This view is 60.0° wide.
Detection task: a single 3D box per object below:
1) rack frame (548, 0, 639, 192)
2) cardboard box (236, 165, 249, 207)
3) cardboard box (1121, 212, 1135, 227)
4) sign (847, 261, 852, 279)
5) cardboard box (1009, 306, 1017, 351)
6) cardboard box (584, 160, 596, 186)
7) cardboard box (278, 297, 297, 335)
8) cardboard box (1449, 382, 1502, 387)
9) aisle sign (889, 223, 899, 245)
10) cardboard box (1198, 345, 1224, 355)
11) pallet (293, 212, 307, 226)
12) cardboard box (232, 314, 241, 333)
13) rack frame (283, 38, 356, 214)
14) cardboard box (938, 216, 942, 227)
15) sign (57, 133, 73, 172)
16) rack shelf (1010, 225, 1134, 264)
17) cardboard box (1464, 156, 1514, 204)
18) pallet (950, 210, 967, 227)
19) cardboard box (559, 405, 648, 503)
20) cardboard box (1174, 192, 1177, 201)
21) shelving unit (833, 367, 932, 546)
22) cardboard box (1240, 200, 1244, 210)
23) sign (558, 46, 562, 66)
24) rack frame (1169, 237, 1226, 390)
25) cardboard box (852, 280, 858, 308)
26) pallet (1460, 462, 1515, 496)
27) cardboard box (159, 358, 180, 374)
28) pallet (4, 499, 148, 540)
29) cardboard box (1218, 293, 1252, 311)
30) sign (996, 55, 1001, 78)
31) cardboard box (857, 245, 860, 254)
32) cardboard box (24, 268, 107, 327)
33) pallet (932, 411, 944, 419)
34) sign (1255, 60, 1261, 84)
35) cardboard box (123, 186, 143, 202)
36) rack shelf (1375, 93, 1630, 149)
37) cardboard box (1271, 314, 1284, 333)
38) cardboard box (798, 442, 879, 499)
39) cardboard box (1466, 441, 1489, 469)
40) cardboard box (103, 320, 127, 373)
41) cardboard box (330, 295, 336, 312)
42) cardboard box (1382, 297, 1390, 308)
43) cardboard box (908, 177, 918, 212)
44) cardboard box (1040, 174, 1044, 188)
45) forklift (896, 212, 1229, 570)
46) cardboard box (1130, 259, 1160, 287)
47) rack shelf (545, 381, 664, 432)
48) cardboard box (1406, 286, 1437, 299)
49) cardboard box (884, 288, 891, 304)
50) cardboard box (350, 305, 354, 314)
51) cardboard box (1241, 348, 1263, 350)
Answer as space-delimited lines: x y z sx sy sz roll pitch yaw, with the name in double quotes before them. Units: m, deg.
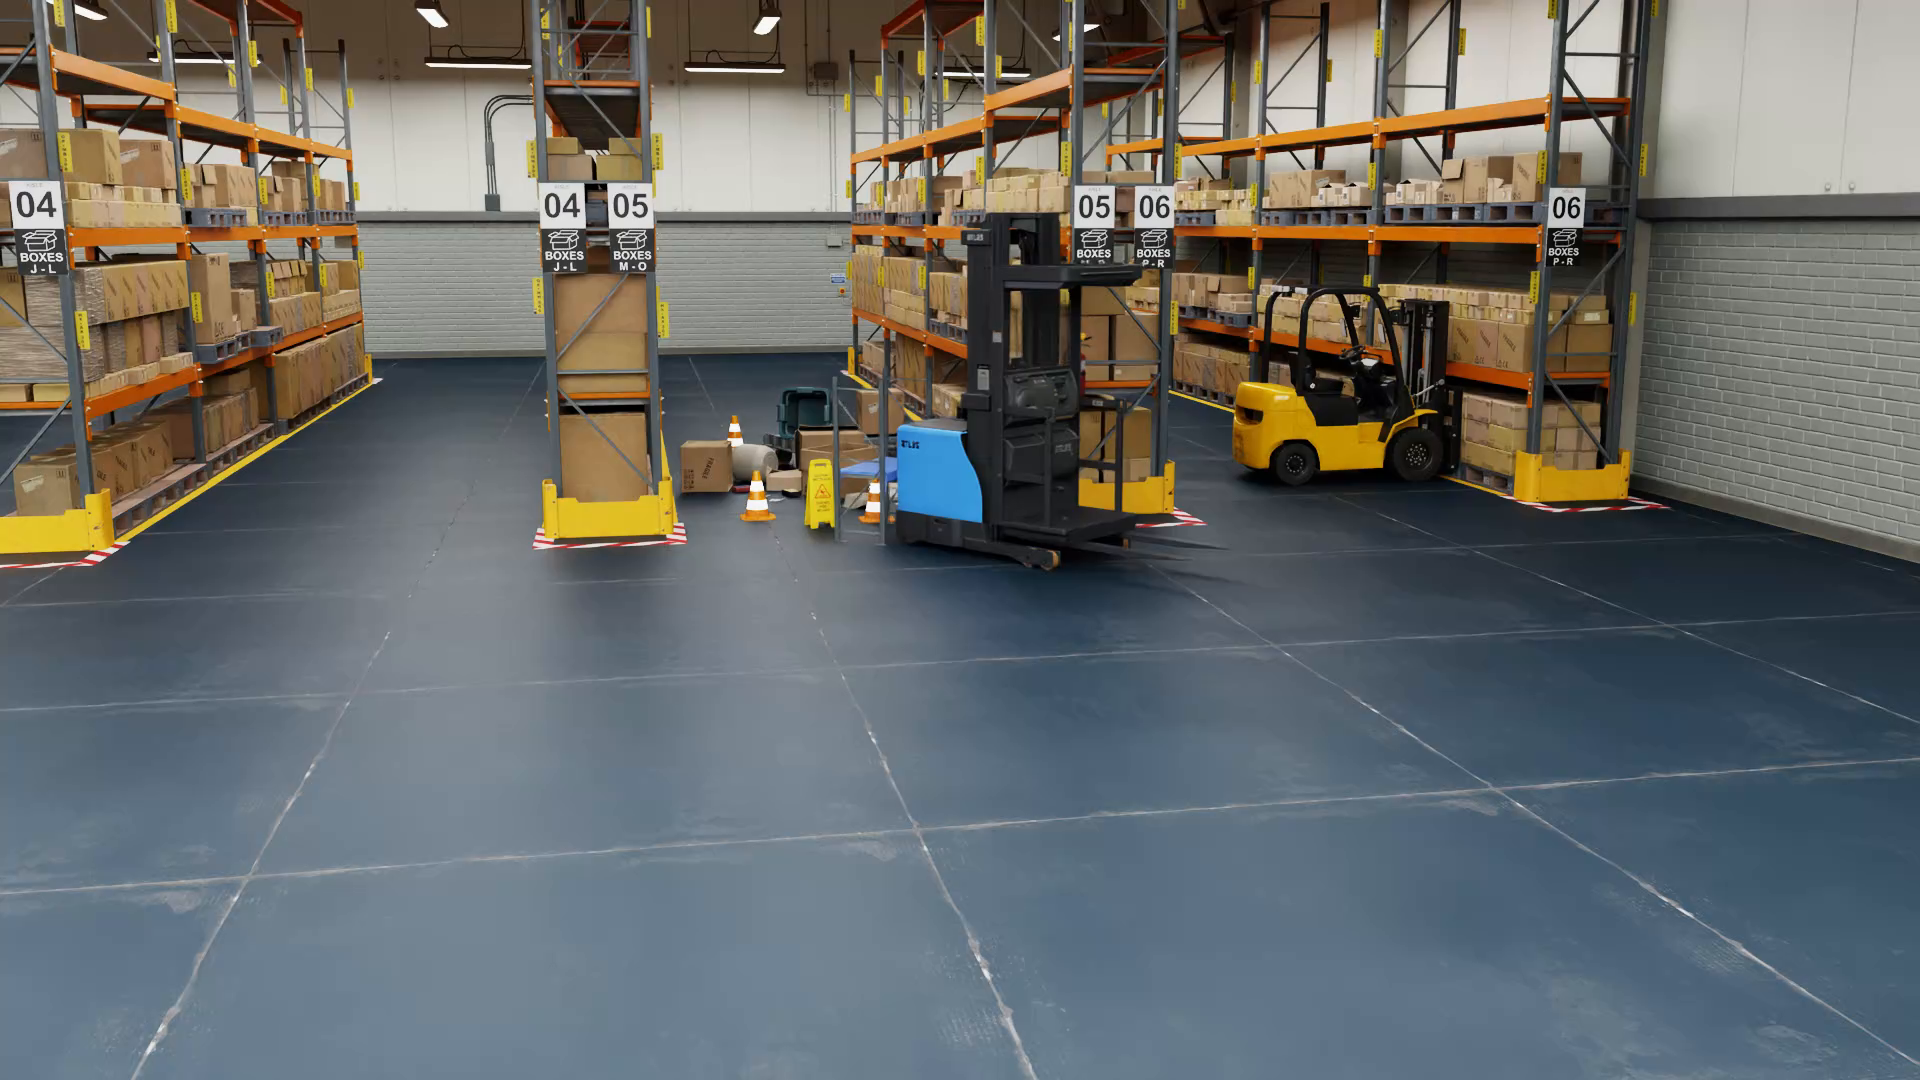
"rack frame" -4.053 -5.222 18.567 1.000 3.000 0.127 -2 11 -11
"cardboard box" -9.267 -4.443 20.891 0.500 0.500 0.500 -2 11 -11
"cardboard box" 1.815 -3.163 16.441 0.380 0.149 0.250 -2 11 -11
"sign" -2.097 -5.120 31.546 0.100 0.325 0.005 -2 11 -11
"cardboard box" 0.800 -2.394 18.691 0.500 0.500 0.500 -2 11 -11
"cardboard box" -3.838 -3.606 16.315 0.500 0.250 0.500 -2 11 -11
"cardboard box" -9.749 -3.183 23.632 0.500 0.500 0.500 -2 11 -12
"cardboard box" 6.135 -1.733 19.835 0.500 0.250 0.500 -2 11 -11
"aisle sign" -1.261 -5.976 31.620 0.394 0.787 0.004 -2 11 -11
"cardboard box" 4.173 -3.152 27.562 0.380 0.149 0.250 -2 11 -11
"pallet" -10.267 -4.794 24.850 0.805 0.209 1.217 -3 11 -13
"cardboard box" -9.127 -2.691 20.550 0.396 0.266 0.258 -2 11 -13
"rack frame" -11.272 -7.261 29.280 1.000 3.000 0.127 -2 11 -11
"cardboard box" -0.101 -4.494 23.432 0.380 0.149 0.250 -2 11 -11
"sign" -7.628 -3.302 14.165 0.100 0.325 0.005 -2 11 -11
"rack shelf" 1.172 -3.227 18.031 1.077 0.370 4.000 -2 11 -11
"cardboard box" 6.003 -3.963 18.316 0.700 0.500 0.500 -2 11 -11
"pallet" 0.562 -4.162 21.522 1.213 0.211 1.003 -2 11 -11
"cardboard box" -3.472 -0.826 16.074 0.875 0.875 0.875 -2 11 -11
"cardboard box" 3.723 -5.803 28.127 0.380 0.149 0.250 -2 11 -9
"shelving unit" -0.699 -0.793 15.349 0.538 1.500 1.048 5 12 23
"cardboard box" 4.510 -5.138 25.481 0.380 0.149 0.250 -2 11 -10
"sign" -5.361 -6.432 22.213 0.100 0.325 0.005 -2 11 -11
"rack frame" 4.095 -4.122 28.832 1.000 3.000 0.127 -2 11 -11
"cardboard box" -1.739 -4.625 31.207 0.500 0.500 0.500 -2 11 -11
"pallet" 6.239 -0.690 18.258 1.003 0.211 1.213 -2 11 -11
"cardboard box" -8.421 -1.825 17.435 0.380 0.149 0.250 -2 11 -11
"pallet" -8.298 -0.174 15.547 1.003 0.211 1.213 -2 11 -11
"cardboard box" 4.350 -3.703 25.907 0.500 0.250 0.500 -3 11 -14
"sign" 0.535 -6.674 23.483 0.100 0.325 0.005 -2 11 -11
"cardboard box" -1.695 -5.361 30.664 0.380 0.149 0.250 -2 11 -9
"cardboard box" -8.000 -2.177 14.874 0.500 0.500 0.500 -2 11 -11
"pallet" 0.155 -1.694 23.533 1.003 0.211 1.213 -2 11 -11
"sign" 4.343 -6.812 24.209 0.100 0.325 0.005 -2 11 -11
"cardboard box" -8.330 -3.418 16.447 0.380 0.149 0.250 -2 11 -8
"rack shelf" 6.040 -4.685 18.739 1.077 0.370 4.000 -2 11 -11
"cardboard box" 4.812 -3.132 24.031 0.500 0.250 0.500 -2 11 -12
"cardboard box" -1.264 -0.744 17.759 0.637 0.503 0.797 9 14 38
"cardboard box" 5.940 -0.943 18.360 0.500 0.250 0.500 -2 11 -11
"cardboard box" -8.510 -1.857 15.870 0.875 0.500 0.500 -2 11 -11
"cardboard box" -10.420 -3.840 26.956 0.500 0.250 0.500 -2 11 -11
"cardboard box" 5.455 -2.955 20.696 0.380 0.149 0.250 -2 11 -12
"cardboard box" -0.374 -5.111 24.614 0.700 0.500 0.500 -3 11 -14
"cardboard box" 1.061 -3.771 17.501 0.380 0.149 0.250 -2 11 -13
"forklift" 0.861 -1.298 14.178 3.031 2.935 1.130 9 14 40
"cardboard box" 3.433 -4.929 30.668 0.500 0.500 0.500 -2 11 -10
"rack shelf" -3.664 -1.555 17.268 1.077 0.370 4.000 -2 11 -11
"cardboard box" 5.569 -2.957 19.915 0.380 0.149 0.250 -2 11 -10
"cardboard box" -0.964 -4.022 27.369 0.500 0.250 0.500 -2 11 -13
"cardboard box" -10.732 -3.998 28.850 0.380 0.149 0.250 -2 11 -10
"cardboard box" 4.773 -3.028 26.909 0.380 0.149 0.250 -2 11 -11
